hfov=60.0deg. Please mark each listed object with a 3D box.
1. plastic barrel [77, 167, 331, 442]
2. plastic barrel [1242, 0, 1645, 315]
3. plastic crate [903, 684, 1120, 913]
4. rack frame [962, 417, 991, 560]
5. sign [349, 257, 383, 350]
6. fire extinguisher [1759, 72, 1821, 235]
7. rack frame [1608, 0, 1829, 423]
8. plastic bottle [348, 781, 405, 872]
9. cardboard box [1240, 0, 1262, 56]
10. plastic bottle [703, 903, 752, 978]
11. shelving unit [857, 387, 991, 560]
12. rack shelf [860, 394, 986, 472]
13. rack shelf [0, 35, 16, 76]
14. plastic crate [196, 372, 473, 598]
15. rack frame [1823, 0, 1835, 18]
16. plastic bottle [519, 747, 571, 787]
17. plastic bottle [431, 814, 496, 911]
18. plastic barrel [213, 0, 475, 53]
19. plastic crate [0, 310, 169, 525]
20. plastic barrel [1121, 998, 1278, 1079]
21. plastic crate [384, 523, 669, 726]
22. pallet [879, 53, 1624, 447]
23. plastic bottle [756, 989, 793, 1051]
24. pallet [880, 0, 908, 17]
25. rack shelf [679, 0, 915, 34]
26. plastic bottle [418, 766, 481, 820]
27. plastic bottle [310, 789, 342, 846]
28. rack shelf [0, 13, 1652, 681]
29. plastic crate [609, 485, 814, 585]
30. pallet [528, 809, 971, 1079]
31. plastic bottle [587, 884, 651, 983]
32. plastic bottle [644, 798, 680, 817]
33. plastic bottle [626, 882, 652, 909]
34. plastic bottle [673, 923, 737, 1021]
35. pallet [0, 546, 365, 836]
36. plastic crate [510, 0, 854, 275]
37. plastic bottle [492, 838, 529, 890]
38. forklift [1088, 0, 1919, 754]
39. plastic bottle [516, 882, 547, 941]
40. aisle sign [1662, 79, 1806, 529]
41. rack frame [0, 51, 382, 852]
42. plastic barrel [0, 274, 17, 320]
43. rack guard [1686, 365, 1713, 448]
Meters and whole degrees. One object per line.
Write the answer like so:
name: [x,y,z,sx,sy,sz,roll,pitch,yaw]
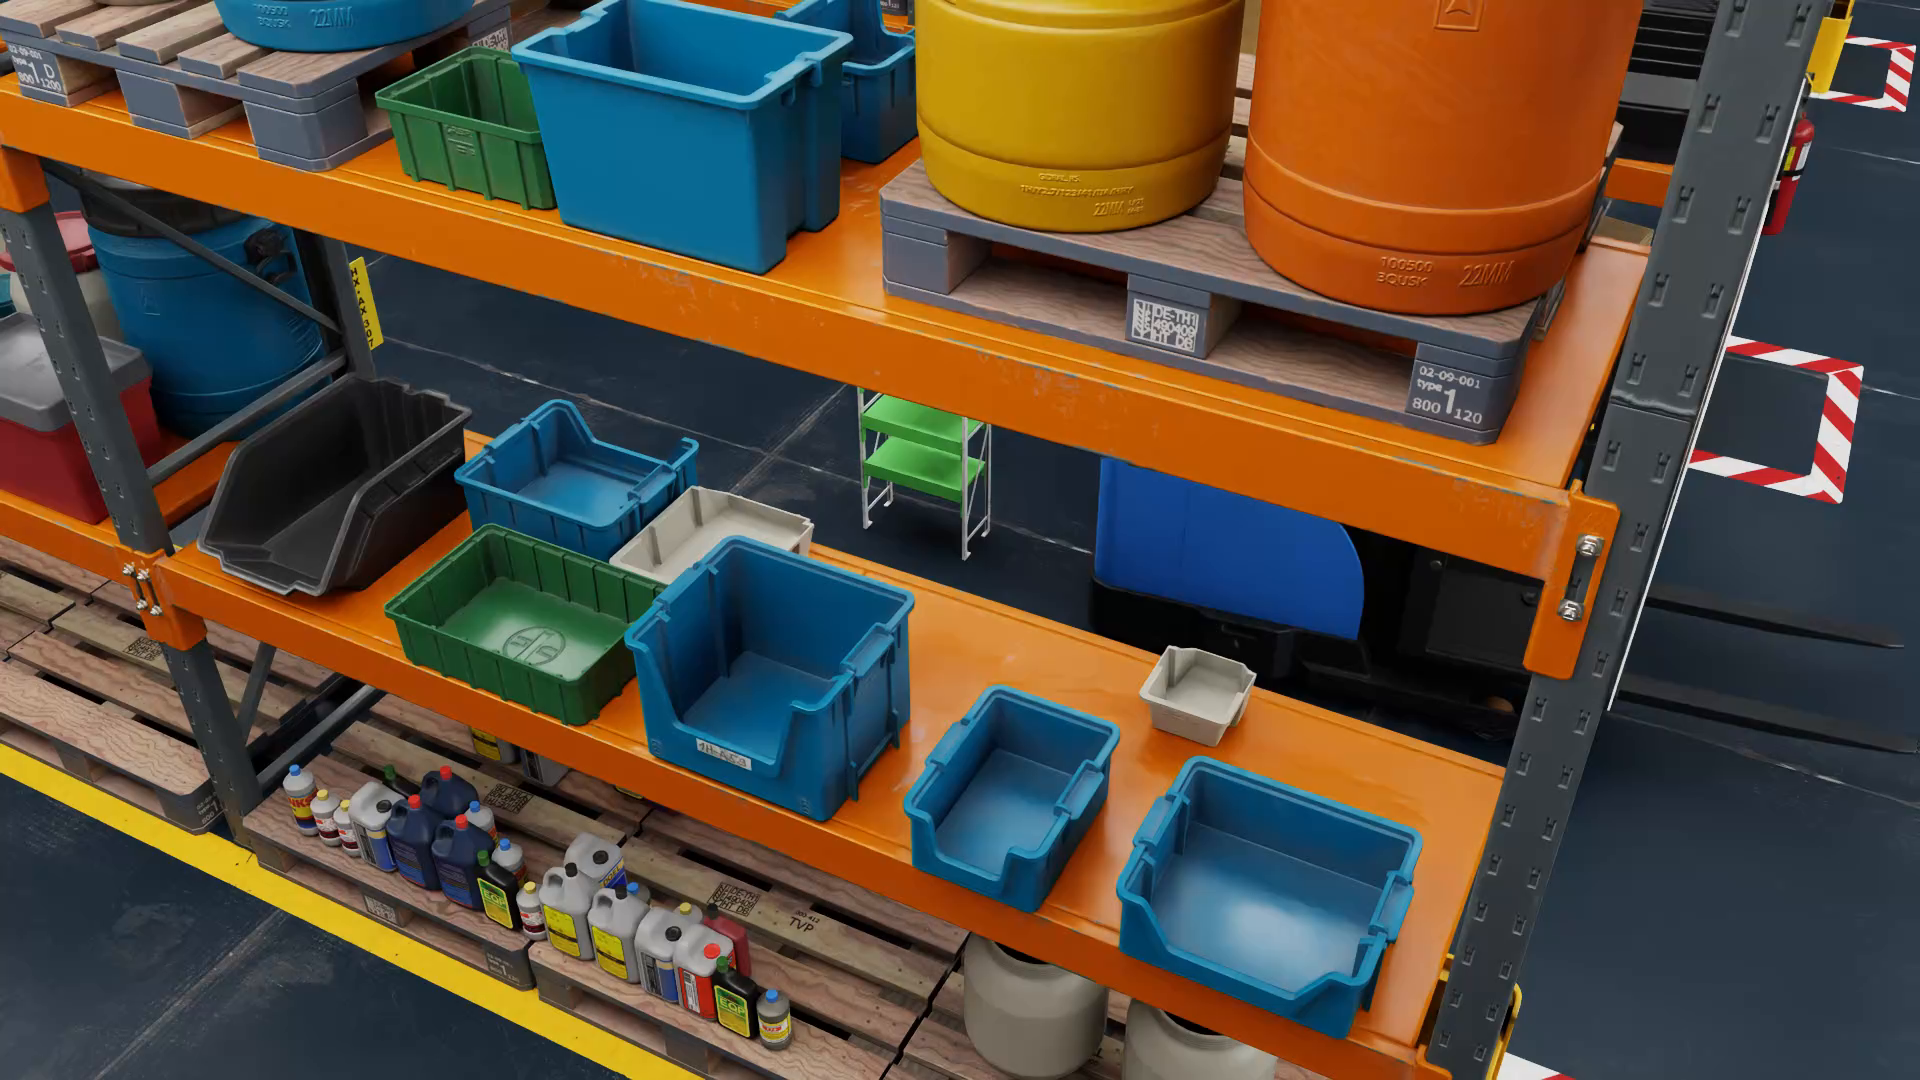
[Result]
plastic barrel: [-2.469,-0.850,5.474,0.708,0.901,0.600,17,41,21]
plastic barrel: [0.797,-0.868,2.729,0.708,0.830,0.600,17,41,21]
plastic crate: [0.131,0.629,4.064,0.408,0.251,0.499,17,41,21]
rack frame: [0.070,-0.456,6.858,0.015,1.200,0.240,17,41,21]
sign: [-2.002,-0.783,5.572,0.005,0.325,0.100,17,41,21]
fire extinguisher: [3.454,-1.617,6.964,0.183,0.674,0.296,17,41,21]
rack frame: [1.287,-1.658,1.991,0.127,3.000,1.000,17,41,21]
plastic bottle: [-1.884,0.928,5.435,0.135,0.276,0.152,19,41,23]
cardboard box: [1.727,-2.635,7.912,0.500,0.500,0.875,17,41,21]
plastic bottle: [-0.709,1.221,5.043,0.133,0.283,0.061,17,41,21]
shelving unit: [-0.147,-0.524,6.948,0.503,1.200,0.258,17,41,21]
rack shelf: [-0.147,-0.473,6.987,0.480,0.148,0.258,17,41,21]
rack shelf: [-4.041,-1.845,5.313,4.000,0.370,1.077,17,41,21]
plastic crate: [-1.859,-0.142,5.007,0.504,0.338,0.767,17,41,21]
rack frame: [5.935,-4.562,10.779,0.127,3.000,1.000,17,41,21]
plastic bottle: [-1.436,0.693,5.744,0.135,0.276,0.152,17,41,21]
plastic bottle: [-1.572,0.999,5.280,0.185,0.351,0.144,16,40,20]
plastic barrel: [-1.431,-1.608,3.644,0.708,0.901,0.600,17,41,21]
plastic crate: [-2.836,-0.376,5.212,0.583,0.464,0.402,17,41,21]
plastic barrel: [0.667,1.414,4.617,0.421,0.512,0.421,0,37,0]
plastic crate: [-1.190,0.233,4.637,0.662,0.188,0.450,17,41,21]
pallet: [0.597,-0.670,3.327,1.213,0.211,1.003,17,41,21]
plastic bottle: [-0.546,1.396,4.881,0.097,0.201,0.097,0,37,0]
pallet: [-0.599,-3.254,9.214,1.213,0.211,1.003,17,41,21]
rack shelf: [-1.763,-3.309,9.723,4.000,0.370,1.077,17,41,21]
plastic bottle: [-1.673,0.869,5.451,0.185,0.351,0.144,17,41,21]
plastic bottle: [-2.094,0.911,5.519,0.097,0.201,0.097,0,37,0]
rack shelf: [-0.489,-0.733,3.848,4.000,0.370,1.077,17,41,21]
plastic crate: [-0.707,0.040,4.934,0.437,0.136,0.530,17,41,21]
pallet: [-0.601,1.278,5.392,1.213,0.211,1.003,17,41,21]
plastic bottle: [-1.029,1.169,5.056,0.185,0.351,0.144,19,41,23]
plastic bottle: [-1.010,0.798,5.600,0.133,0.283,0.061,17,41,21]
plastic bottle: [-1.012,1.152,5.203,0.097,0.201,0.097,0,37,0]
plastic bottle: [-0.757,1.281,4.970,0.135,0.276,0.152,18,41,22]
pallet: [-2.980,0.533,6.374,1.213,0.211,1.003,17,41,21]
plastic crate: [-0.545,-0.825,3.388,0.575,0.384,0.392,17,41,21]
plastic bottle: [-1.424,1.052,5.276,0.097,0.271,0.097,0,37,0]
forklift: [2.089,-0.738,5.799,3.031,2.935,1.130,12,39,16]
plastic bottle: [-1.331,1.150,5.205,0.097,0.201,0.097,0,37,0]
aisle sign: [1.485,-0.441,3.200,0.004,0.787,0.394,17,41,21]
rack frame: [-2.265,-0.380,5.270,0.127,3.000,1.000,17,41,21]
plastic barrel: [-3.370,-0.776,5.905,0.301,0.262,0.301,0,37,0]
rack guard: [3.497,-0.953,8.092,0.348,0.500,1.175,17,41,21]
